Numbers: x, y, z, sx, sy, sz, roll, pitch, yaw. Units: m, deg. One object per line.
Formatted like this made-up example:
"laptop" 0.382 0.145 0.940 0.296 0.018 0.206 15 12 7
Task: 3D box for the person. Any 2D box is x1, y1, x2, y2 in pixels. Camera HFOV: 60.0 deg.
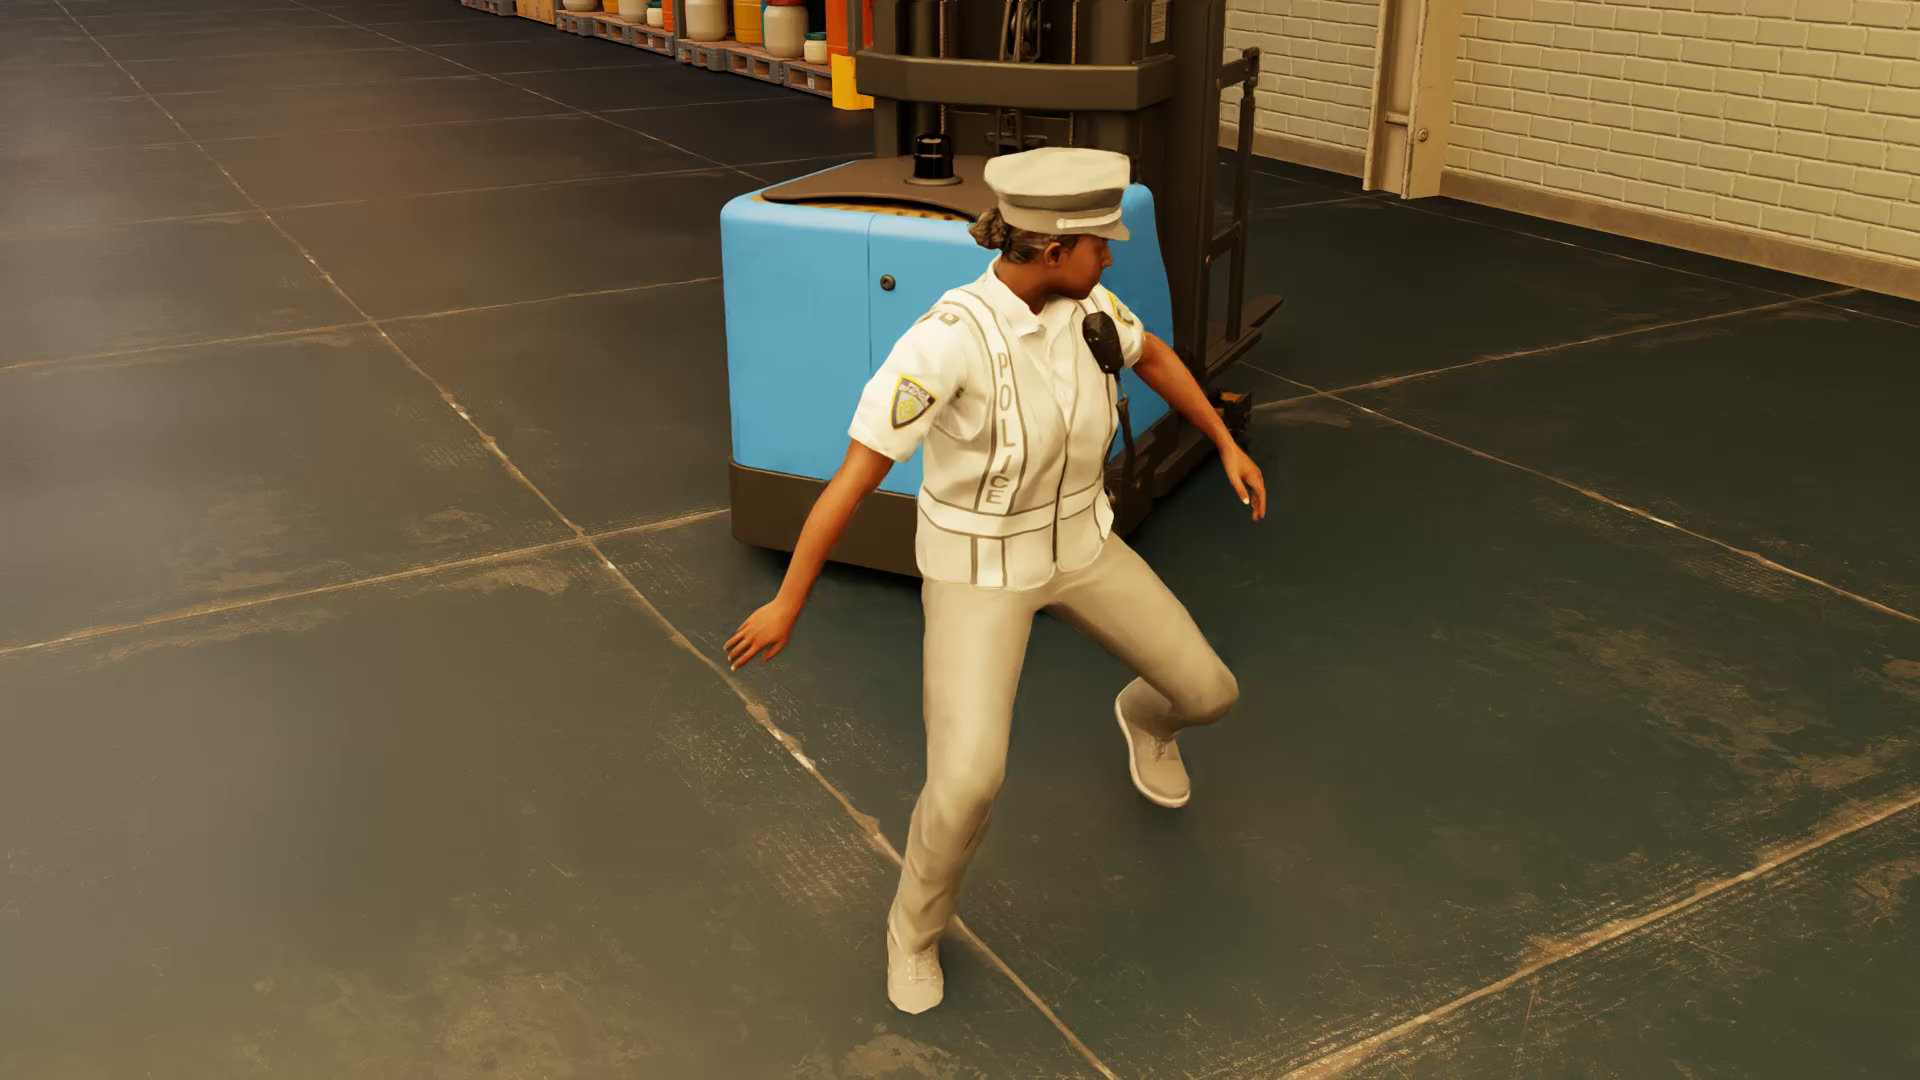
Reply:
"person" 0.099 0.072 3.064 1.076 1.558 0.465 -15 27 -32

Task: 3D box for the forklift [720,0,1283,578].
"forklift" 0.411 -1.724 5.476 1.130 2.935 3.031 10 24 24
